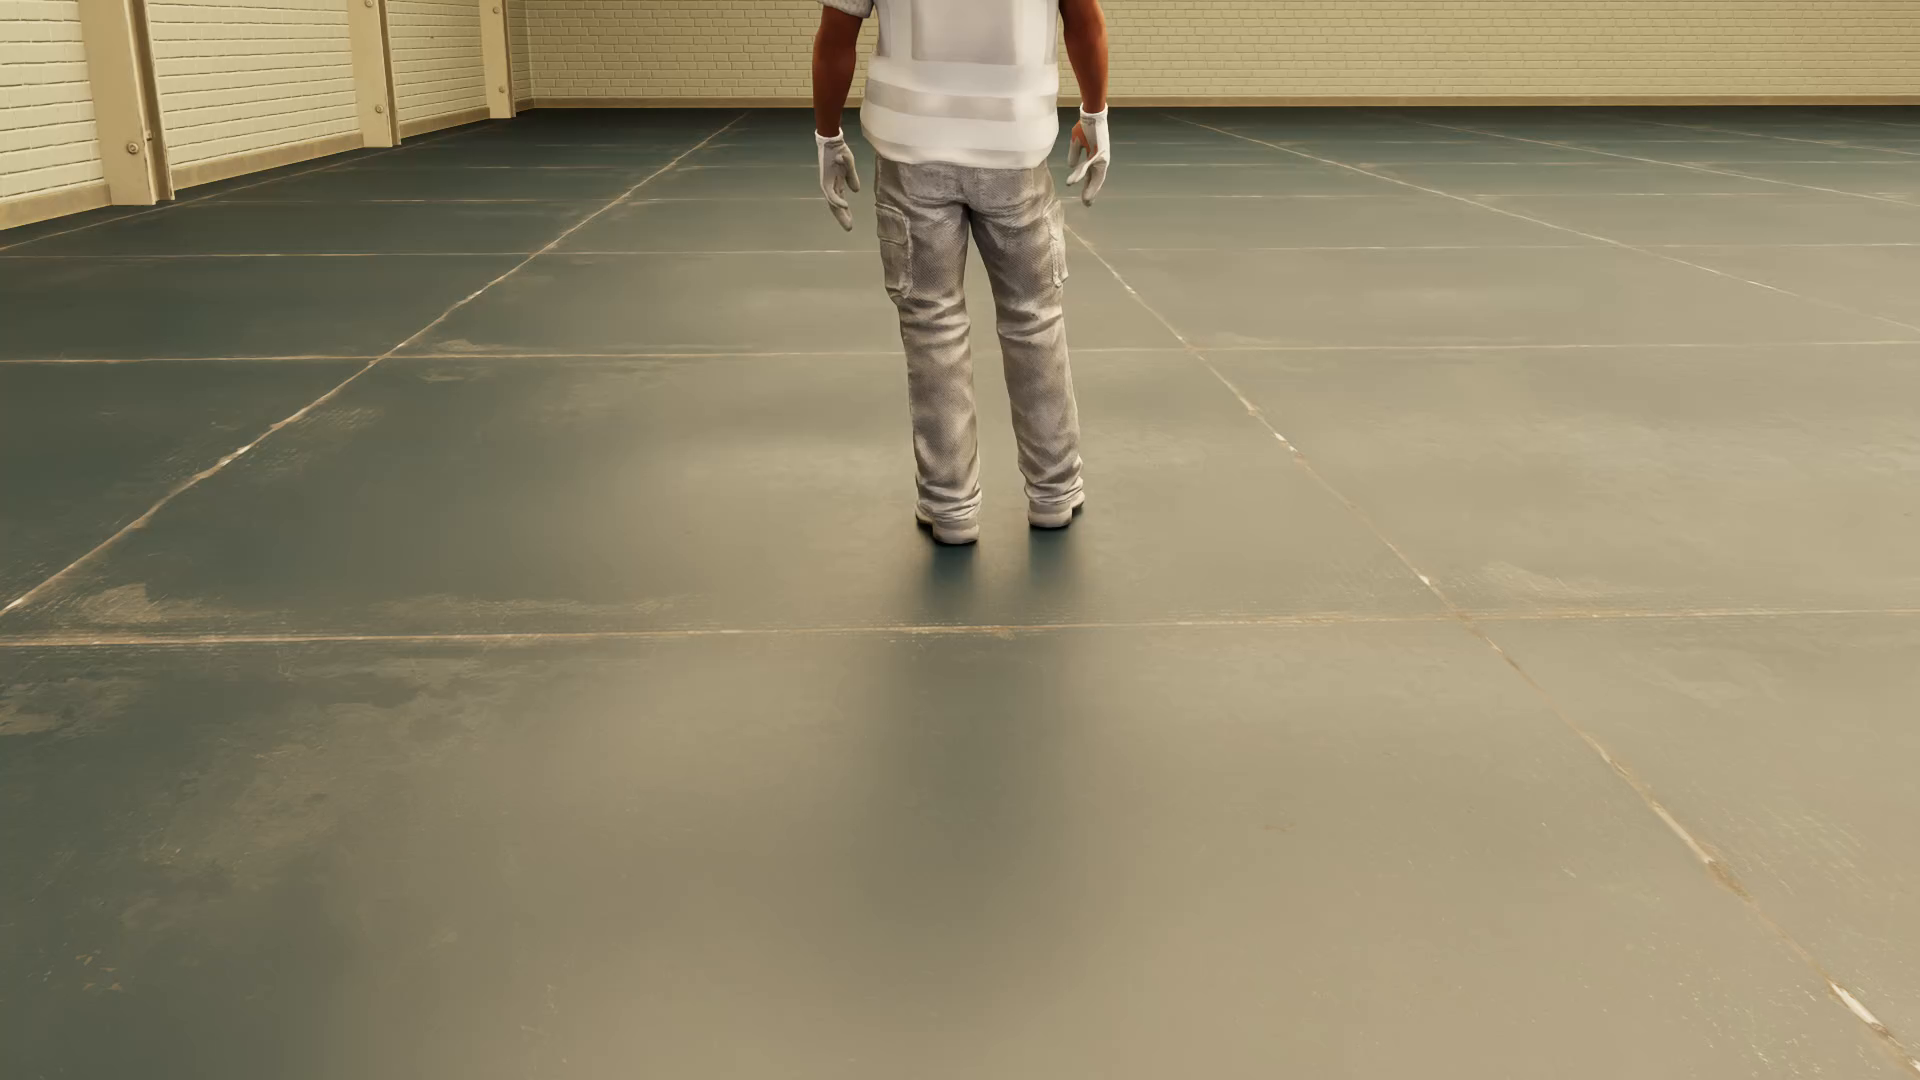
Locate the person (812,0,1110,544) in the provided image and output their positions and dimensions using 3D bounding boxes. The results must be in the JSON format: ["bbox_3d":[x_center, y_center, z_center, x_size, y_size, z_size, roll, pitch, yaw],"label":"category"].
[{"bbox_3d":[0.005,-0.883,3.732,0.656,1.782,0.559,-1,17,-3],"label":"person"}]
